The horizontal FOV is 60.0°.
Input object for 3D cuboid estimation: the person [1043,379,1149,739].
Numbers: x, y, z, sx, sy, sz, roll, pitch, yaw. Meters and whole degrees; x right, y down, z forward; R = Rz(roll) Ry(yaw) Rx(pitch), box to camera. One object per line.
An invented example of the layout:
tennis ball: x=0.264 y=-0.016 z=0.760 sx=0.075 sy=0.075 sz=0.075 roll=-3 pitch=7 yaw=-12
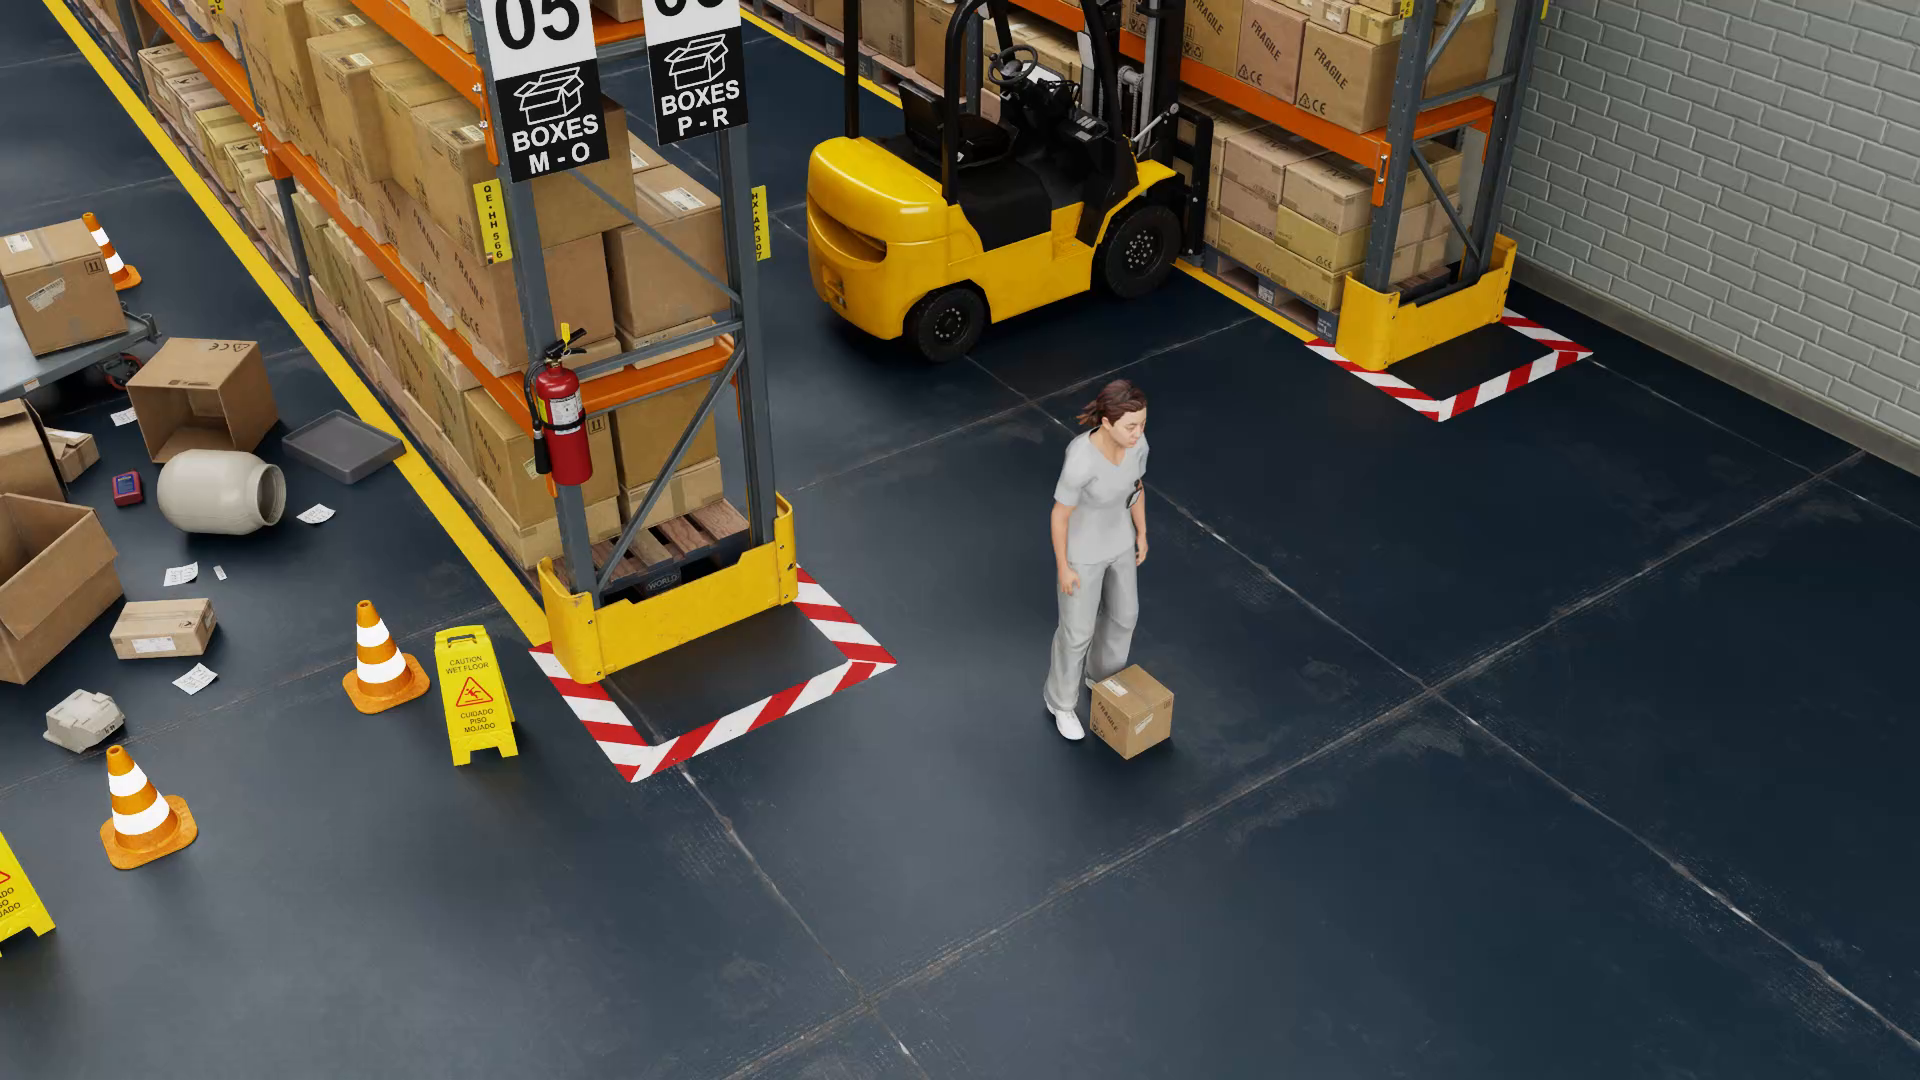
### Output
person: x=0.585 y=0.053 z=6.930 sx=0.488 sy=1.672 sz=0.359 roll=-24 pitch=43 yaw=-29
